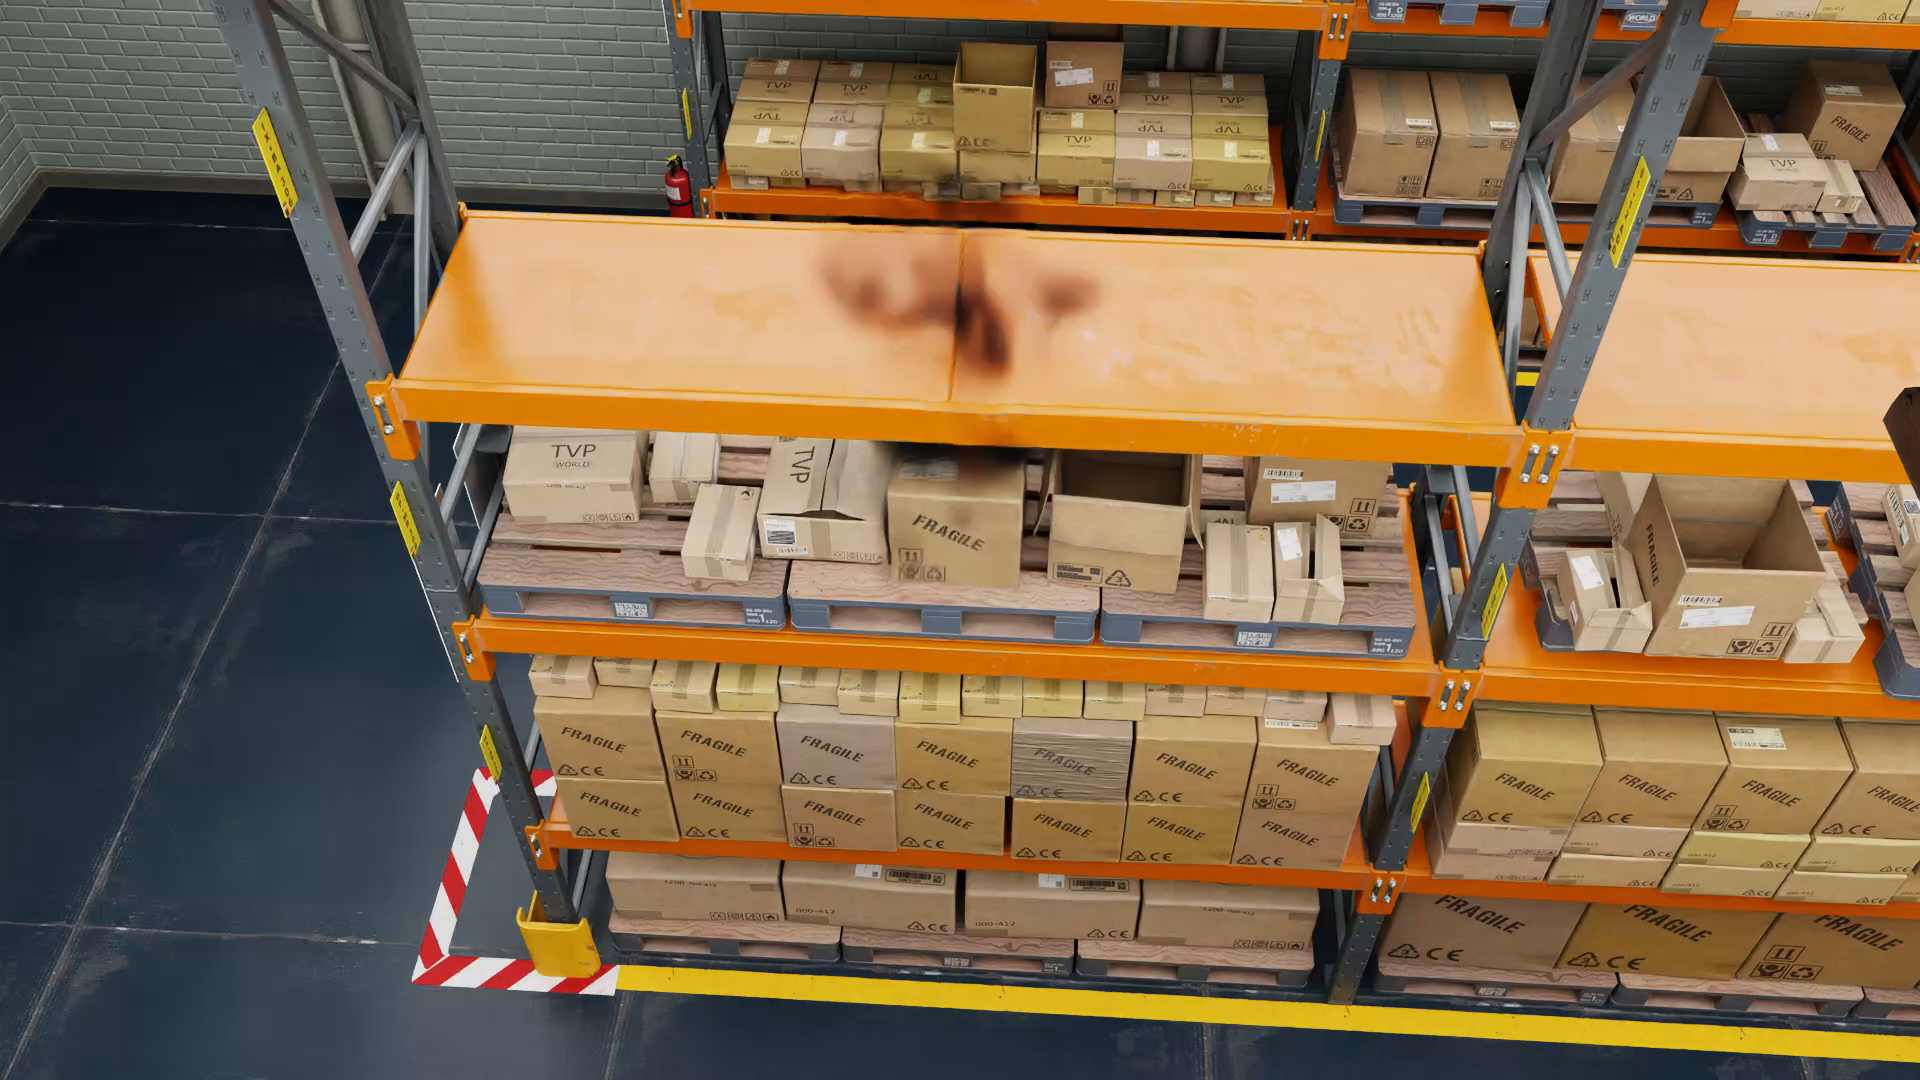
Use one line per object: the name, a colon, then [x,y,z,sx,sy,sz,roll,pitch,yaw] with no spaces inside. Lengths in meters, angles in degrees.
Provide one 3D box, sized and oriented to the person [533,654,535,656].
person: [-2.222,0.364,9.327,0.496,1.641,0.672,-8,48,-7]
